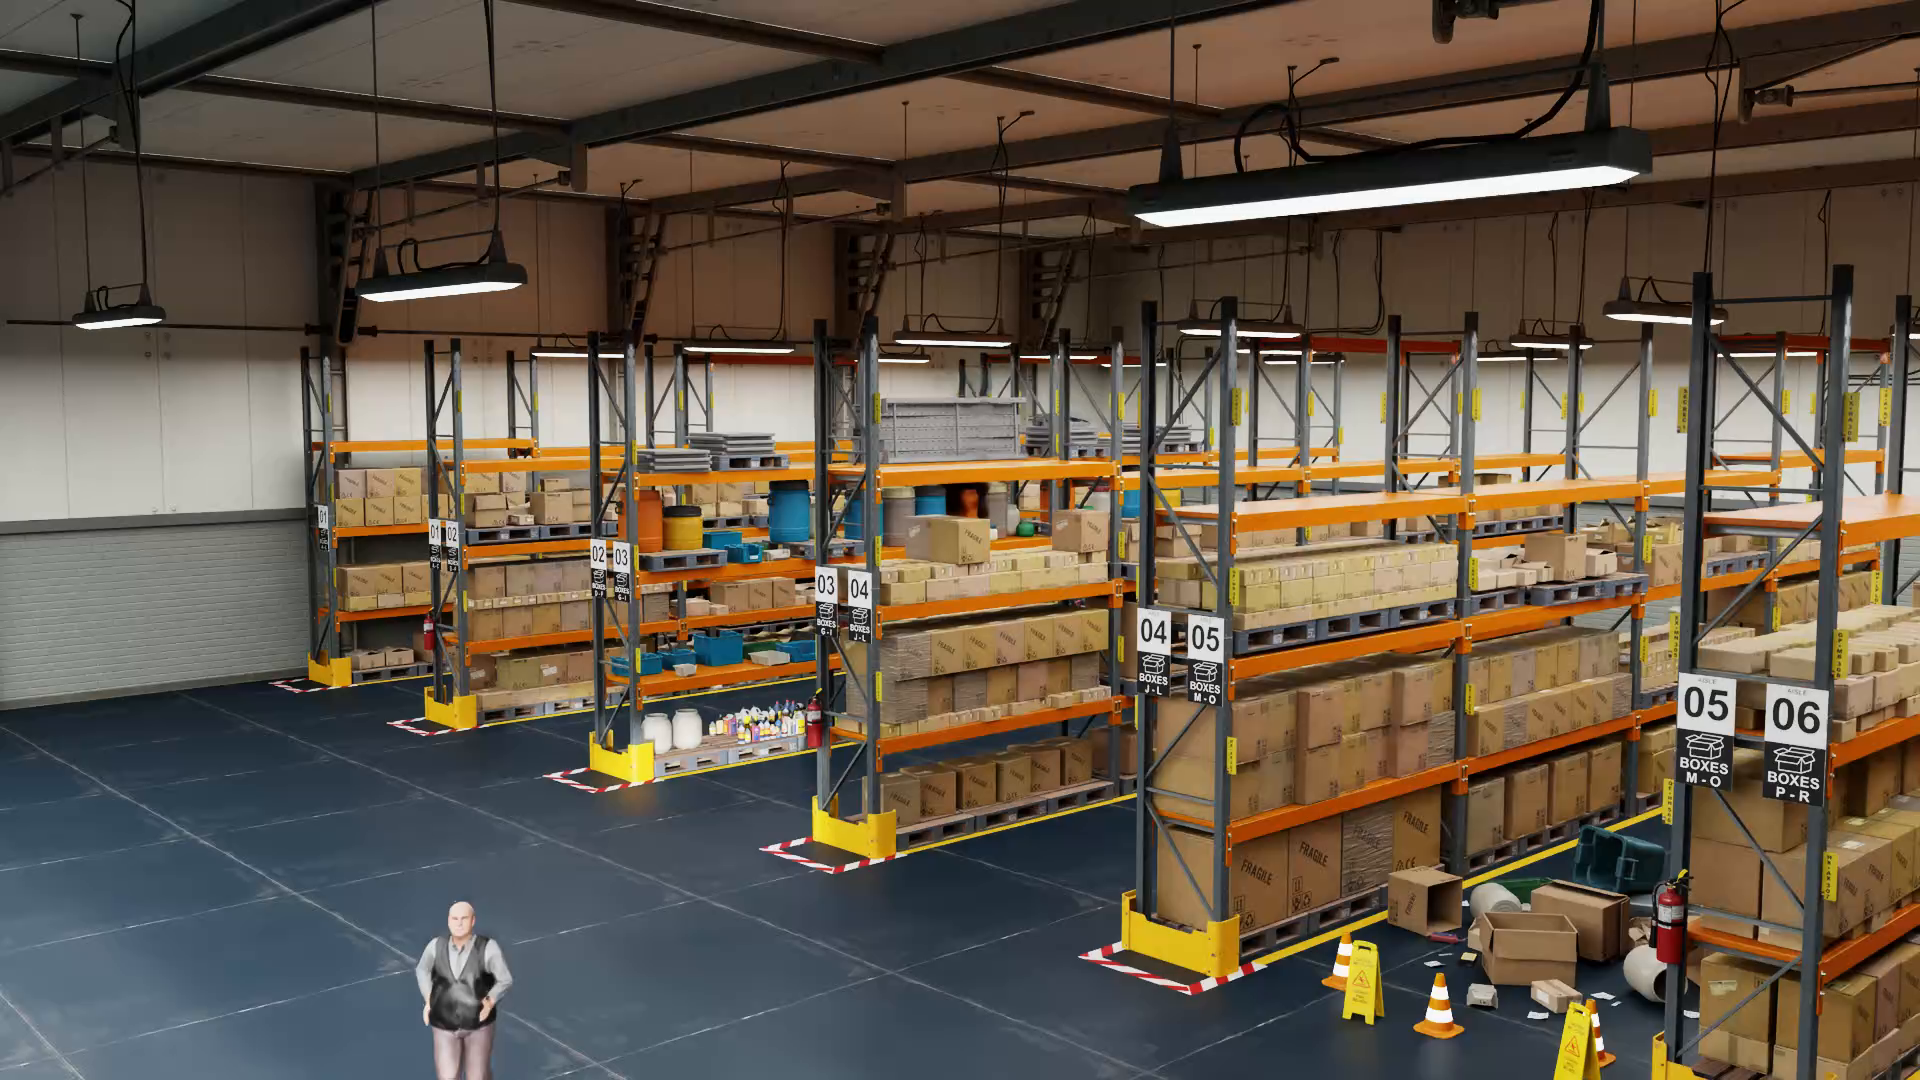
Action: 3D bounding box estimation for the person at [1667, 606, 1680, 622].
[{"bbox_3d":[11.291,1.883,26.186,0.756,1.698,0.642,-4,7,-40],"label":"person"}]

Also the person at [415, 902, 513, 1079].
[{"bbox_3d":[-3.404,3.282,11.413,0.662,1.642,0.778,-1,5,-9],"label":"person"}]

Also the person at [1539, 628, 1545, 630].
[{"bbox_3d":[9.282,2.111,26.169,0.809,1.496,0.641,-5,7,-43],"label":"person"}]
